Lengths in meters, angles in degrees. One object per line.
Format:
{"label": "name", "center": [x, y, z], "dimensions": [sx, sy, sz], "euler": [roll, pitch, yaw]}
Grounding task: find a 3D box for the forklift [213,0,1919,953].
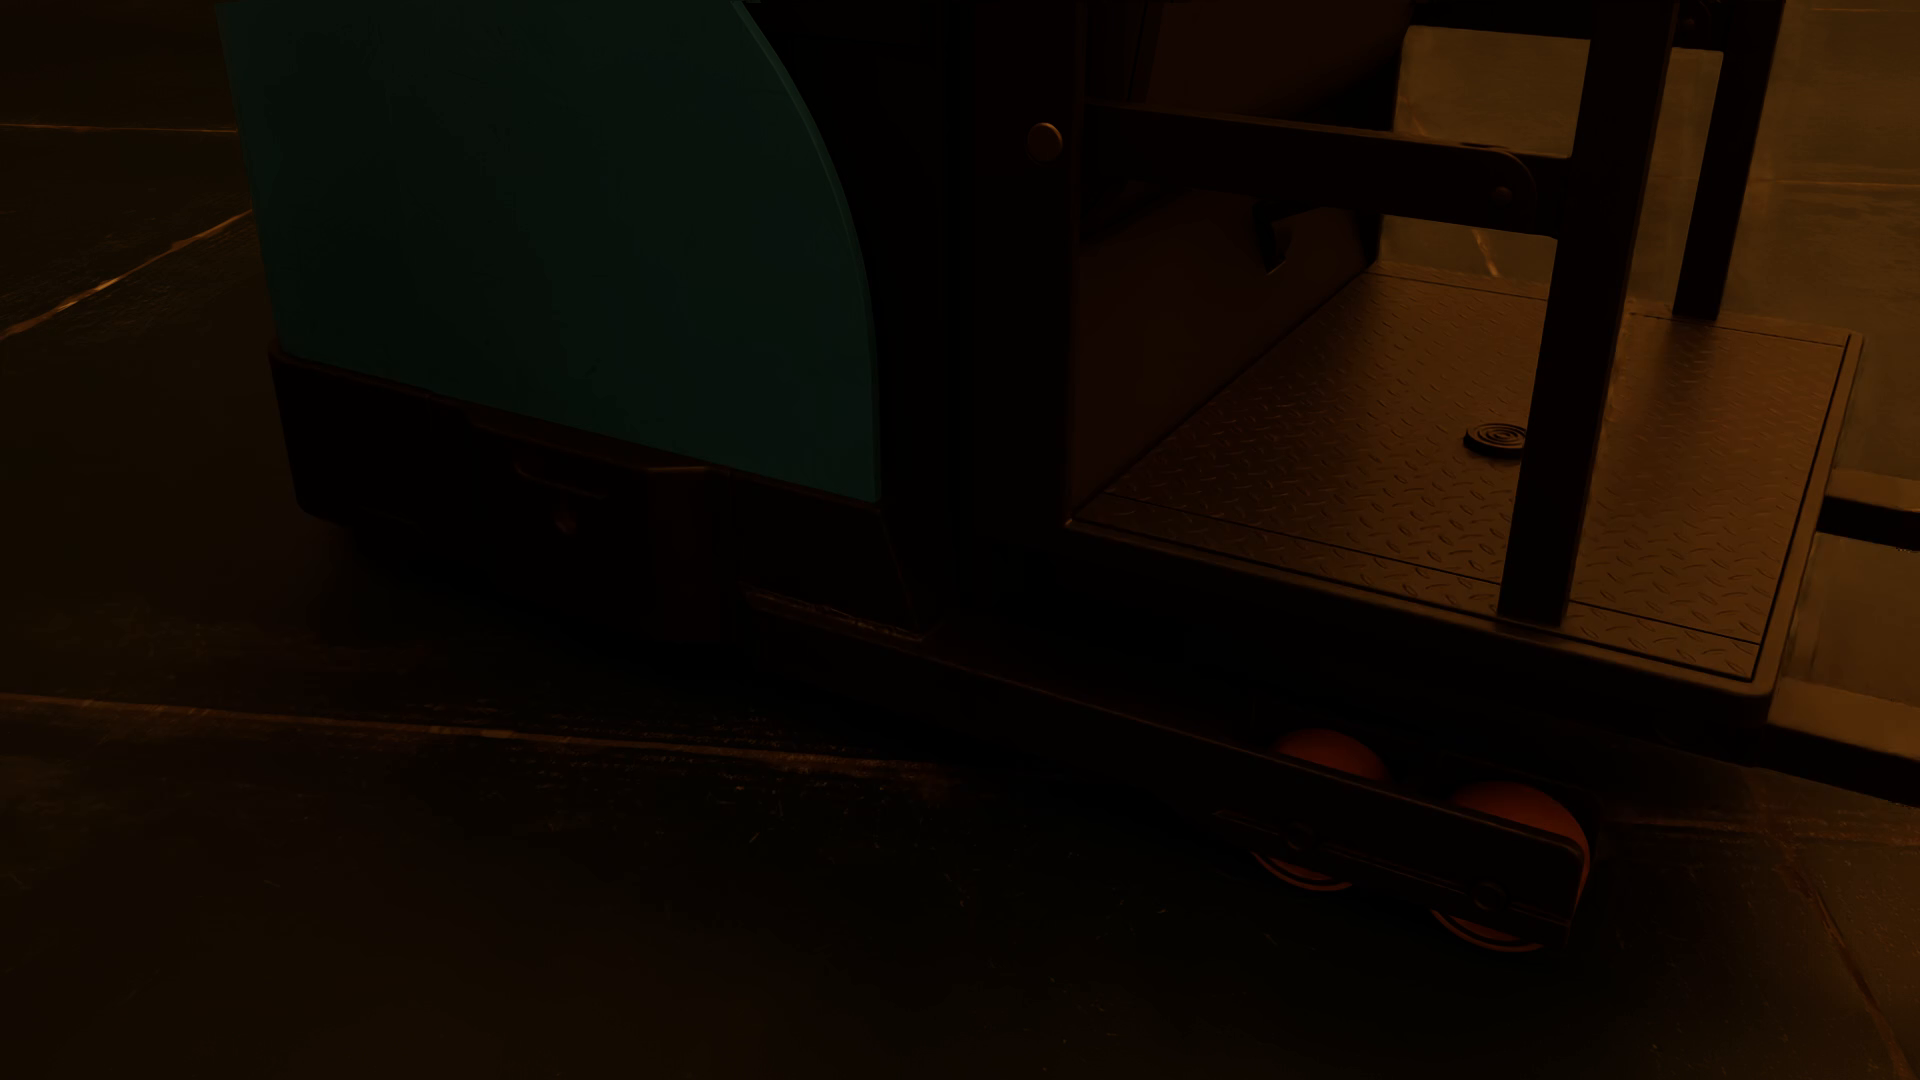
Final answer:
{"label": "forklift", "center": [0.551, -1.170, 1.563], "dimensions": [3.031, 2.935, 1.130], "euler": [14, 30, 26]}
